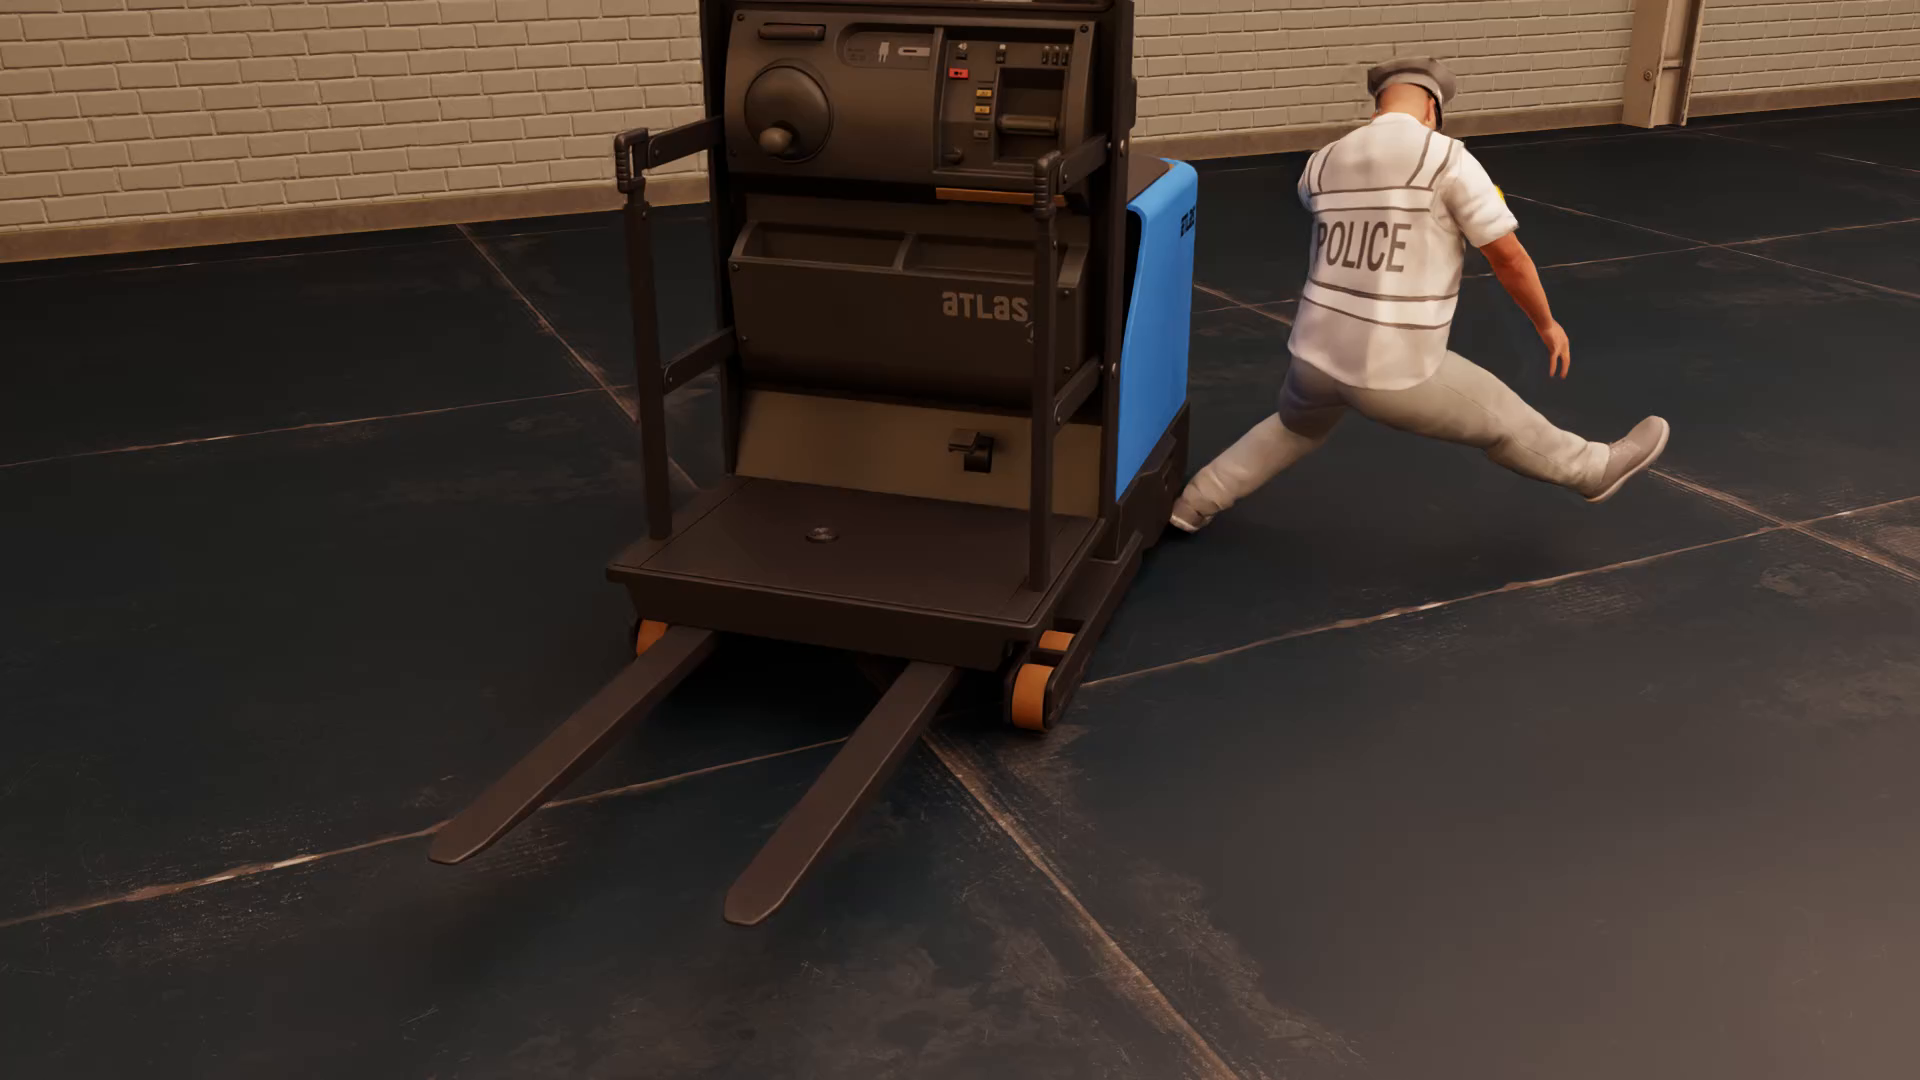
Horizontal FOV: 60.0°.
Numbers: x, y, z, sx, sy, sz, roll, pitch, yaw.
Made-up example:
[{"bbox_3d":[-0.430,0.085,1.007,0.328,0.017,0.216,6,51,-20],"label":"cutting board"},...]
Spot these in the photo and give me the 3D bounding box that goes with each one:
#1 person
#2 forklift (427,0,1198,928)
[{"bbox_3d":[1.345,-0.663,4.893,1.179,1.478,1.104,-18,28,-36],"label":"person"},{"bbox_3d":[-0.200,-1.066,3.851,1.130,2.935,3.031,7,24,17],"label":"forklift"}]
